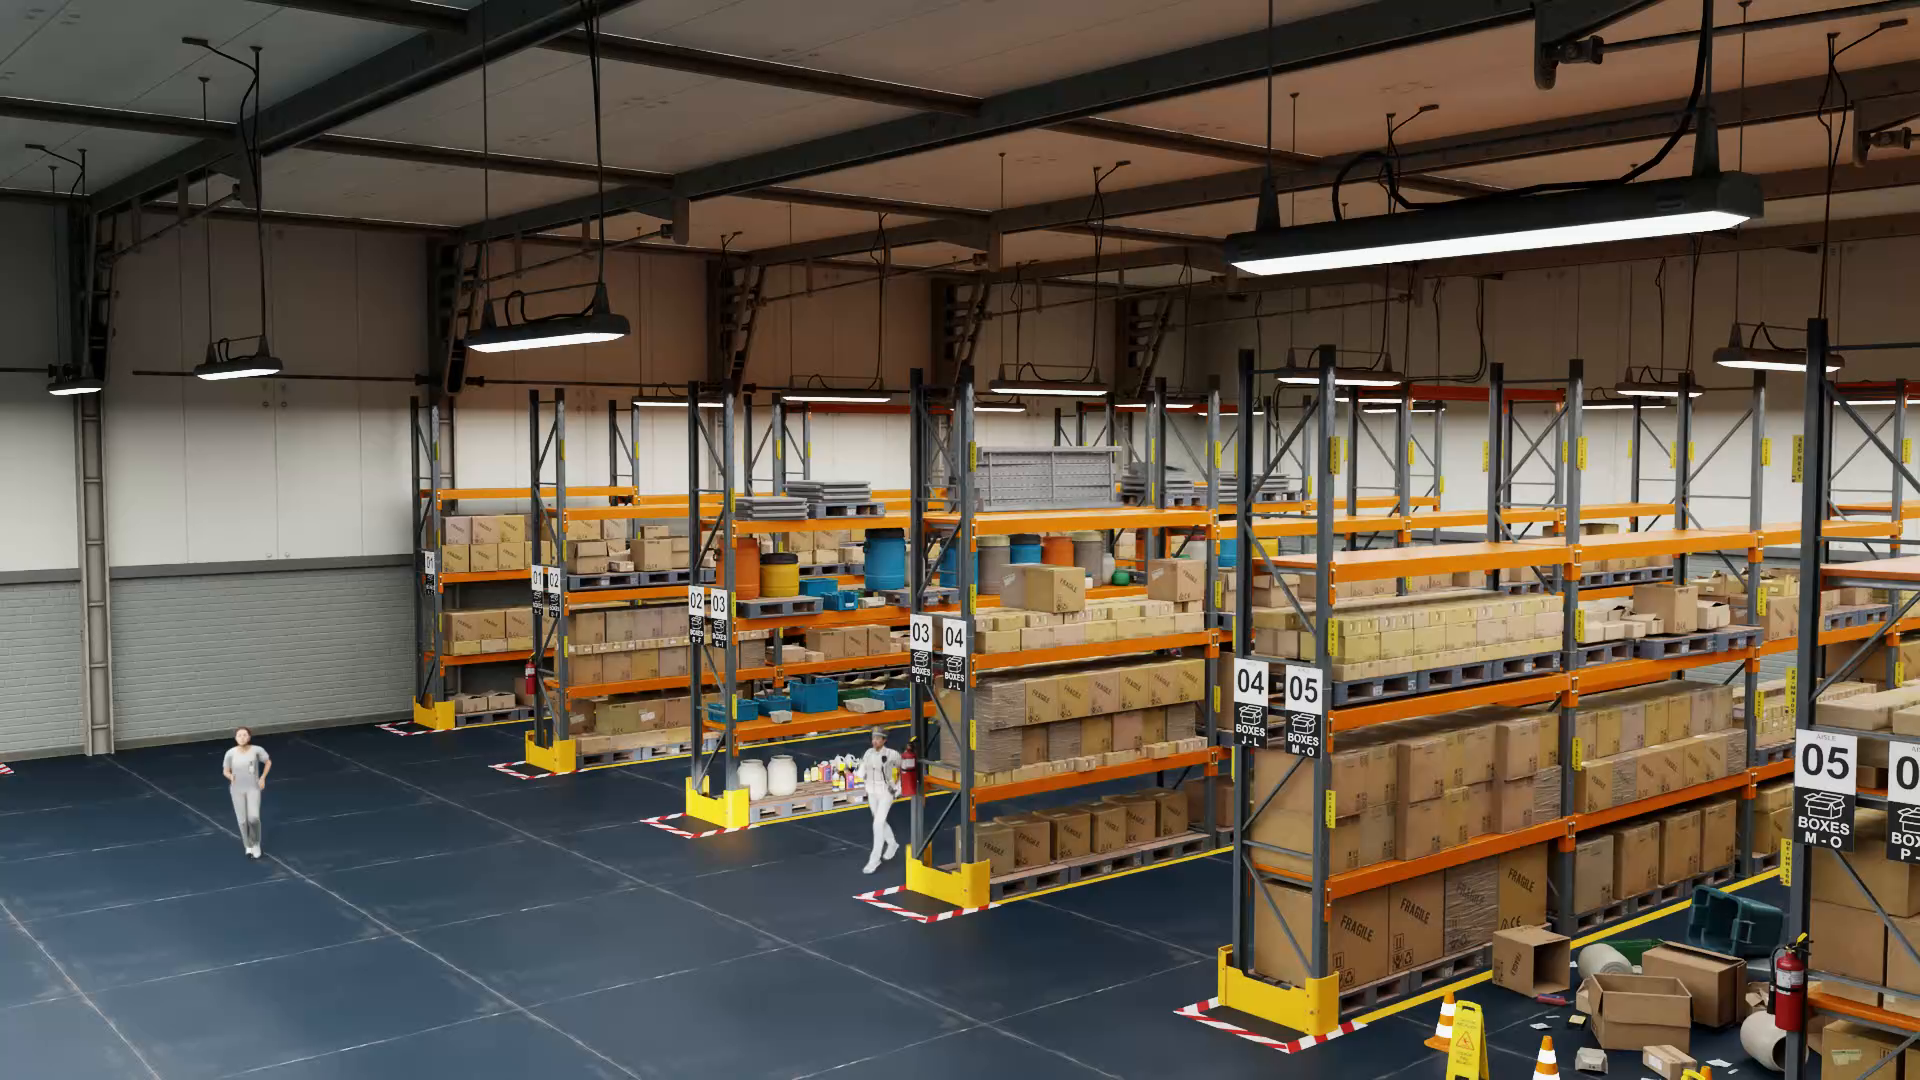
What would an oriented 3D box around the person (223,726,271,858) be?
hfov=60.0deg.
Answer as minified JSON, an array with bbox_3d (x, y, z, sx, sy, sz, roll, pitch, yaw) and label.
[{"bbox_3d":[-8.820,3.122,20.556,0.540,1.653,0.655,-1,4,-16],"label":"person"}]

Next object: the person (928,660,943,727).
[{"bbox_3d":[-0.308,2.616,28.104,0.643,1.742,0.584,3,5,42],"label":"person"}]

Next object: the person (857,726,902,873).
[{"bbox_3d":[-0.967,3.107,20.211,0.607,1.721,0.813,2,4,34],"label":"person"}]
